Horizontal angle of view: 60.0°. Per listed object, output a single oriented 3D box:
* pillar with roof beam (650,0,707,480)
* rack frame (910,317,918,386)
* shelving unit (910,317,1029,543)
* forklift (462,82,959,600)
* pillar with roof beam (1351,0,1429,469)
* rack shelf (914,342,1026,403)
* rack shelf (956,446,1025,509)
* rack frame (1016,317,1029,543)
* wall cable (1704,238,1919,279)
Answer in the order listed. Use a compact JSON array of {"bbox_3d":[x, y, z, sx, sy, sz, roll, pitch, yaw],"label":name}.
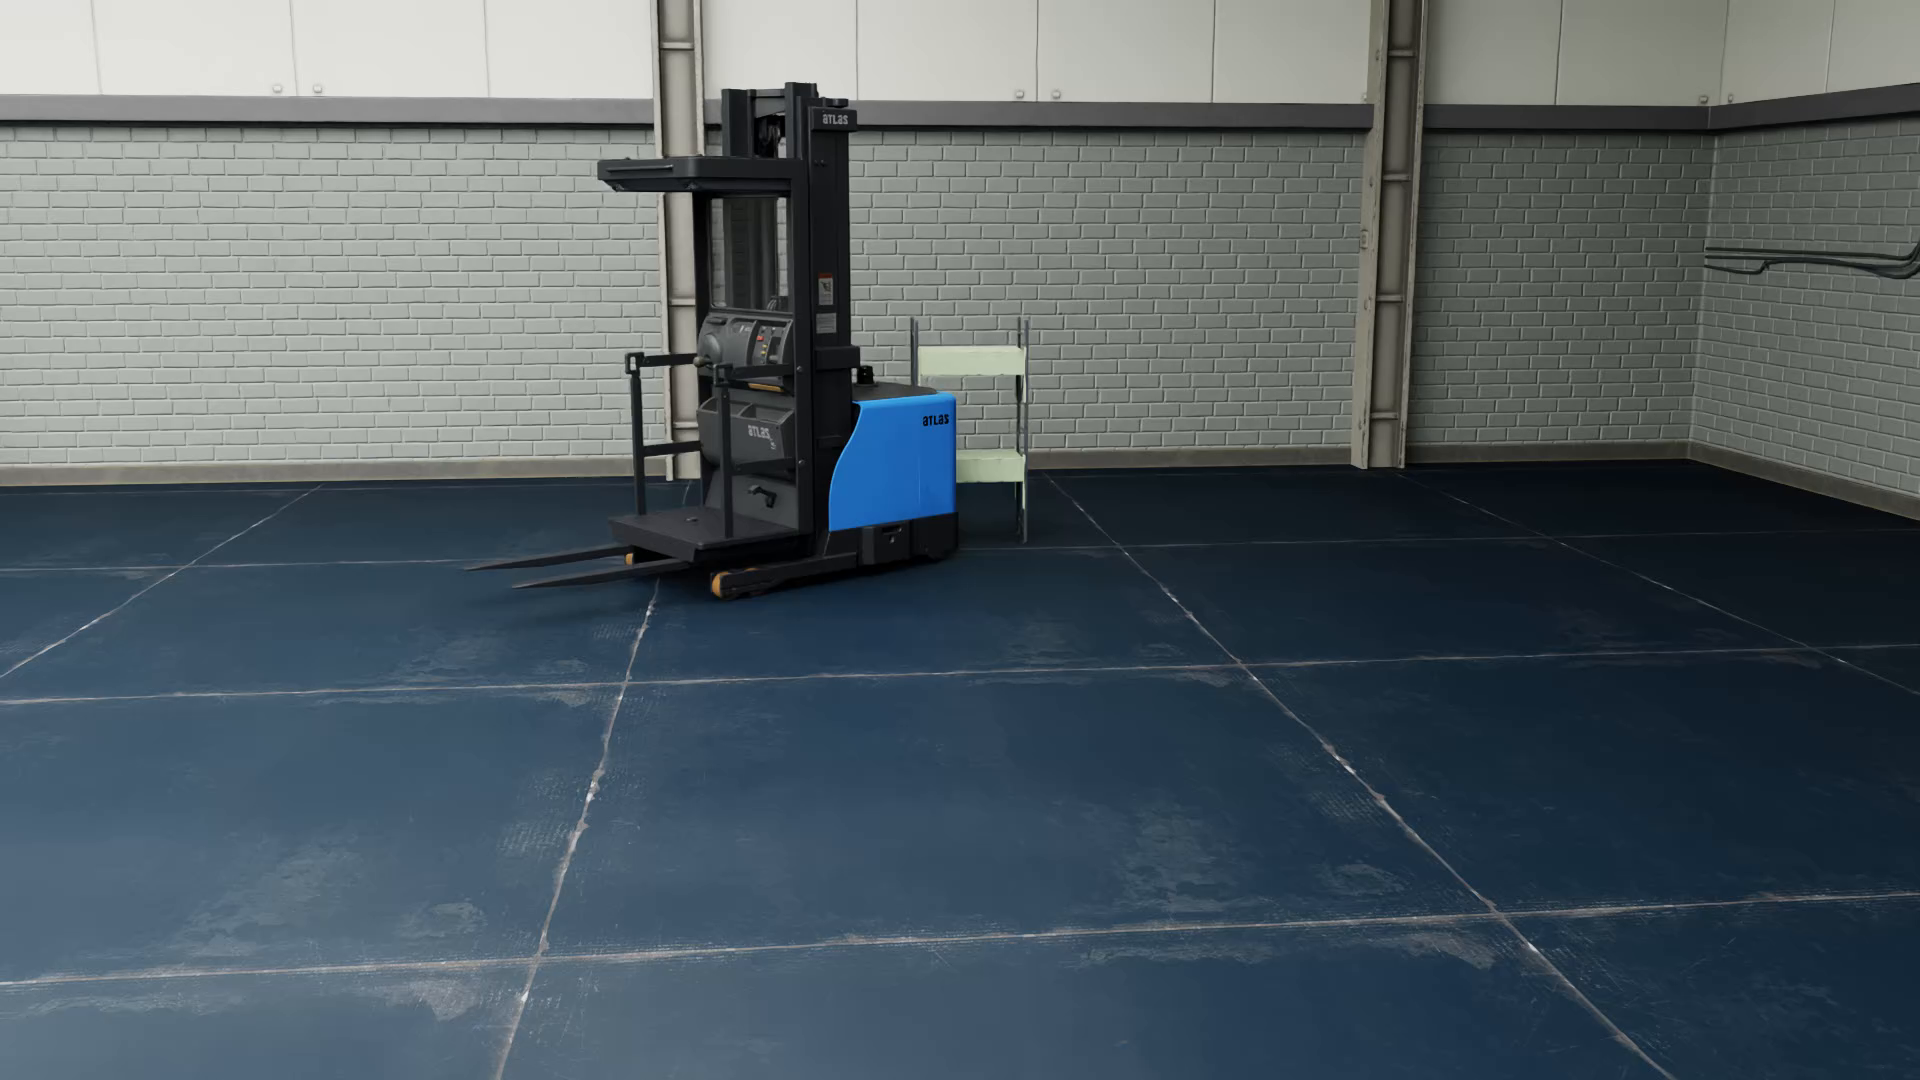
[{"bbox_3d":[-1.810,-4.122,9.005,0.400,9.000,9.100,-1,11,-6],"label":"pillar with roof beam"},{"bbox_3d":[-0.305,-0.737,11.229,0.023,1.500,0.400,-1,11,-6],"label":"rack frame"},{"bbox_3d":[0.059,-0.744,11.266,0.755,1.500,0.431,-1,11,-6],"label":"shelving unit"},{"bbox_3d":[-1.457,-1.204,9.893,3.031,2.935,1.130,-9,15,-40],"label":"forklift"},{"bbox_3d":[4.155,-4.247,9.641,0.400,9.000,9.100,-1,11,-6],"label":"pillar with roof beam"},{"bbox_3d":[0.059,-1.127,11.191,0.720,0.370,0.431,-1,11,-6],"label":"rack shelf"},{"bbox_3d":[0.059,-0.424,11.329,0.720,0.370,0.431,-1,11,-6],"label":"rack shelf"},{"bbox_3d":[0.423,-0.752,11.304,0.023,1.500,0.400,-1,11,-6],"label":"rack frame"},{"bbox_3d":[6.762,-3.356,13.162,0.112,2.526,3.097,-1,11,-6],"label":"wall cable"}]
